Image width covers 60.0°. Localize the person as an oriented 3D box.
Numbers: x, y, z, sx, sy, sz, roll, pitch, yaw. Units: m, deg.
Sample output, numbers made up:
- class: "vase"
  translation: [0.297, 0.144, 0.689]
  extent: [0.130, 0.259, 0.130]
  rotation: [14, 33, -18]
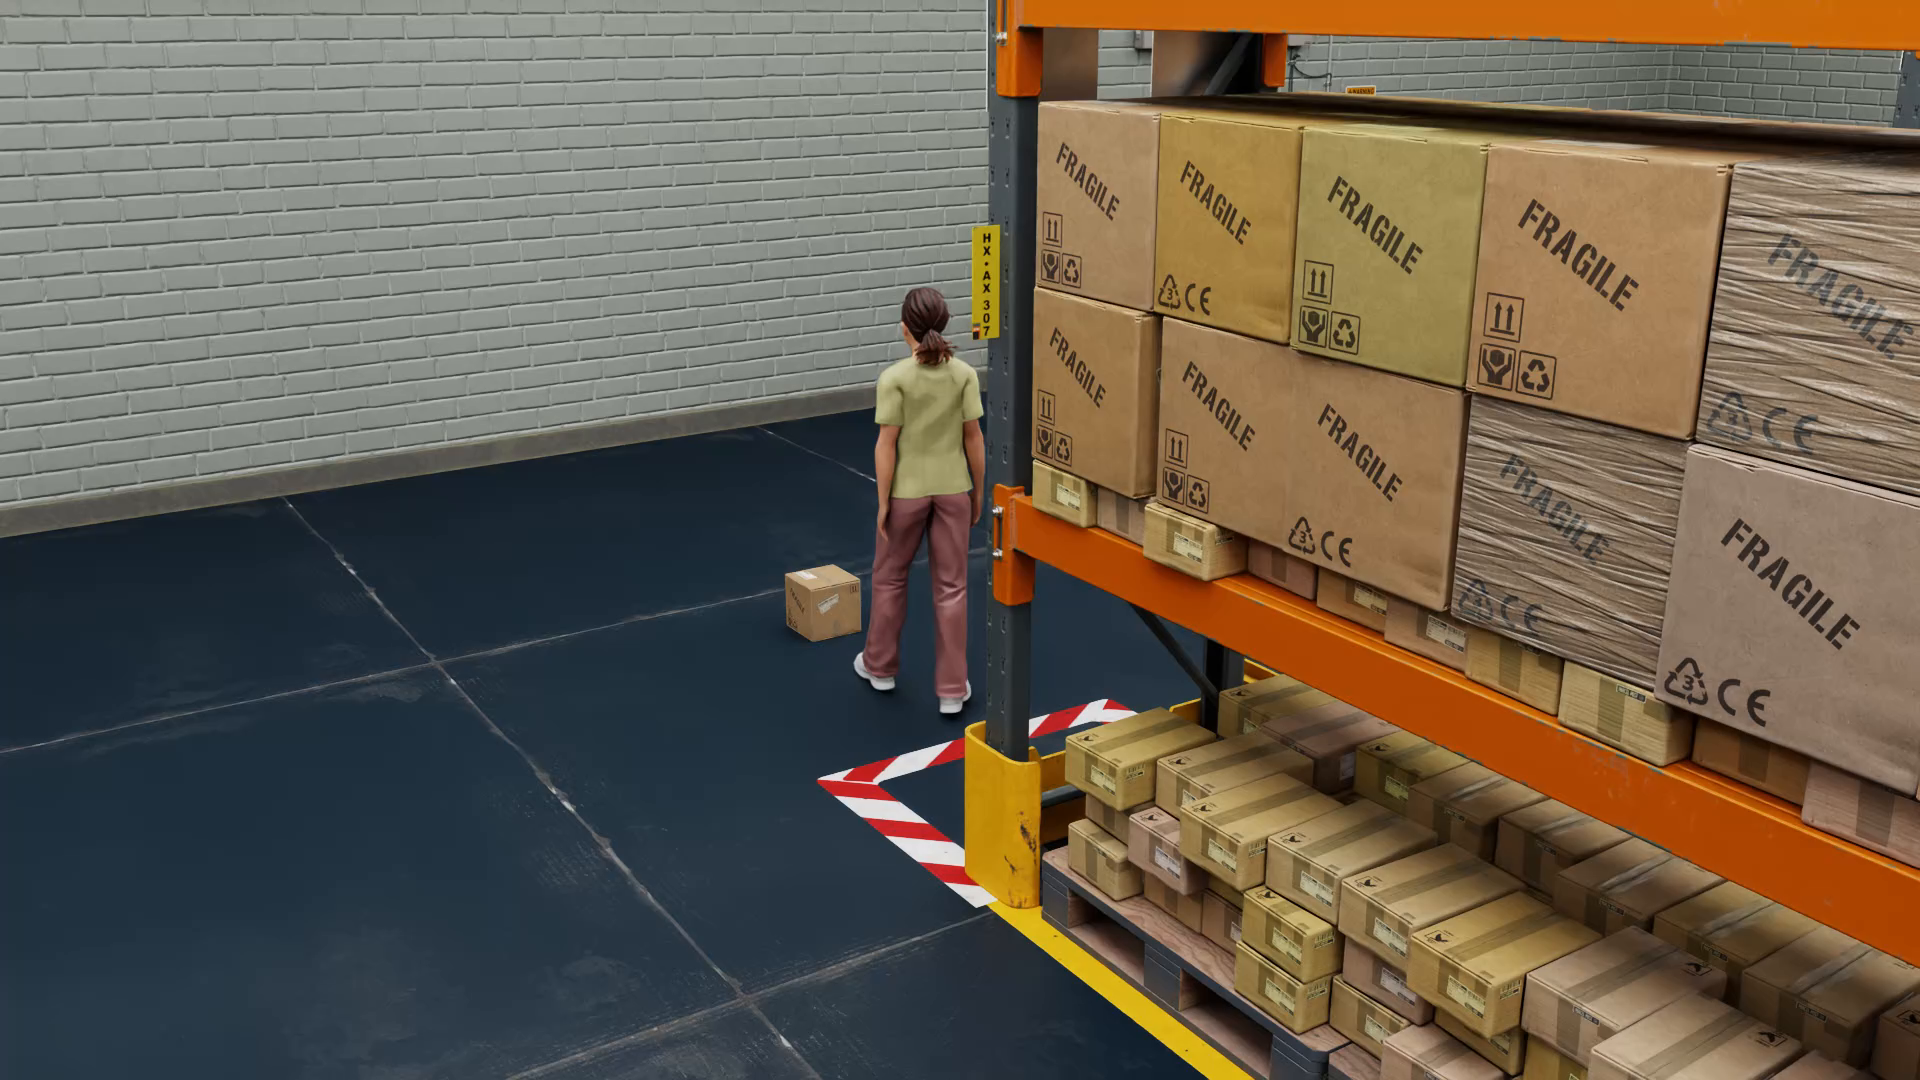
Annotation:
- class: "person"
  translation: [-0.154, -0.176, 6.575]
  extent: [0.484, 1.662, 0.620]
  rotation: [-4, 19, -12]
